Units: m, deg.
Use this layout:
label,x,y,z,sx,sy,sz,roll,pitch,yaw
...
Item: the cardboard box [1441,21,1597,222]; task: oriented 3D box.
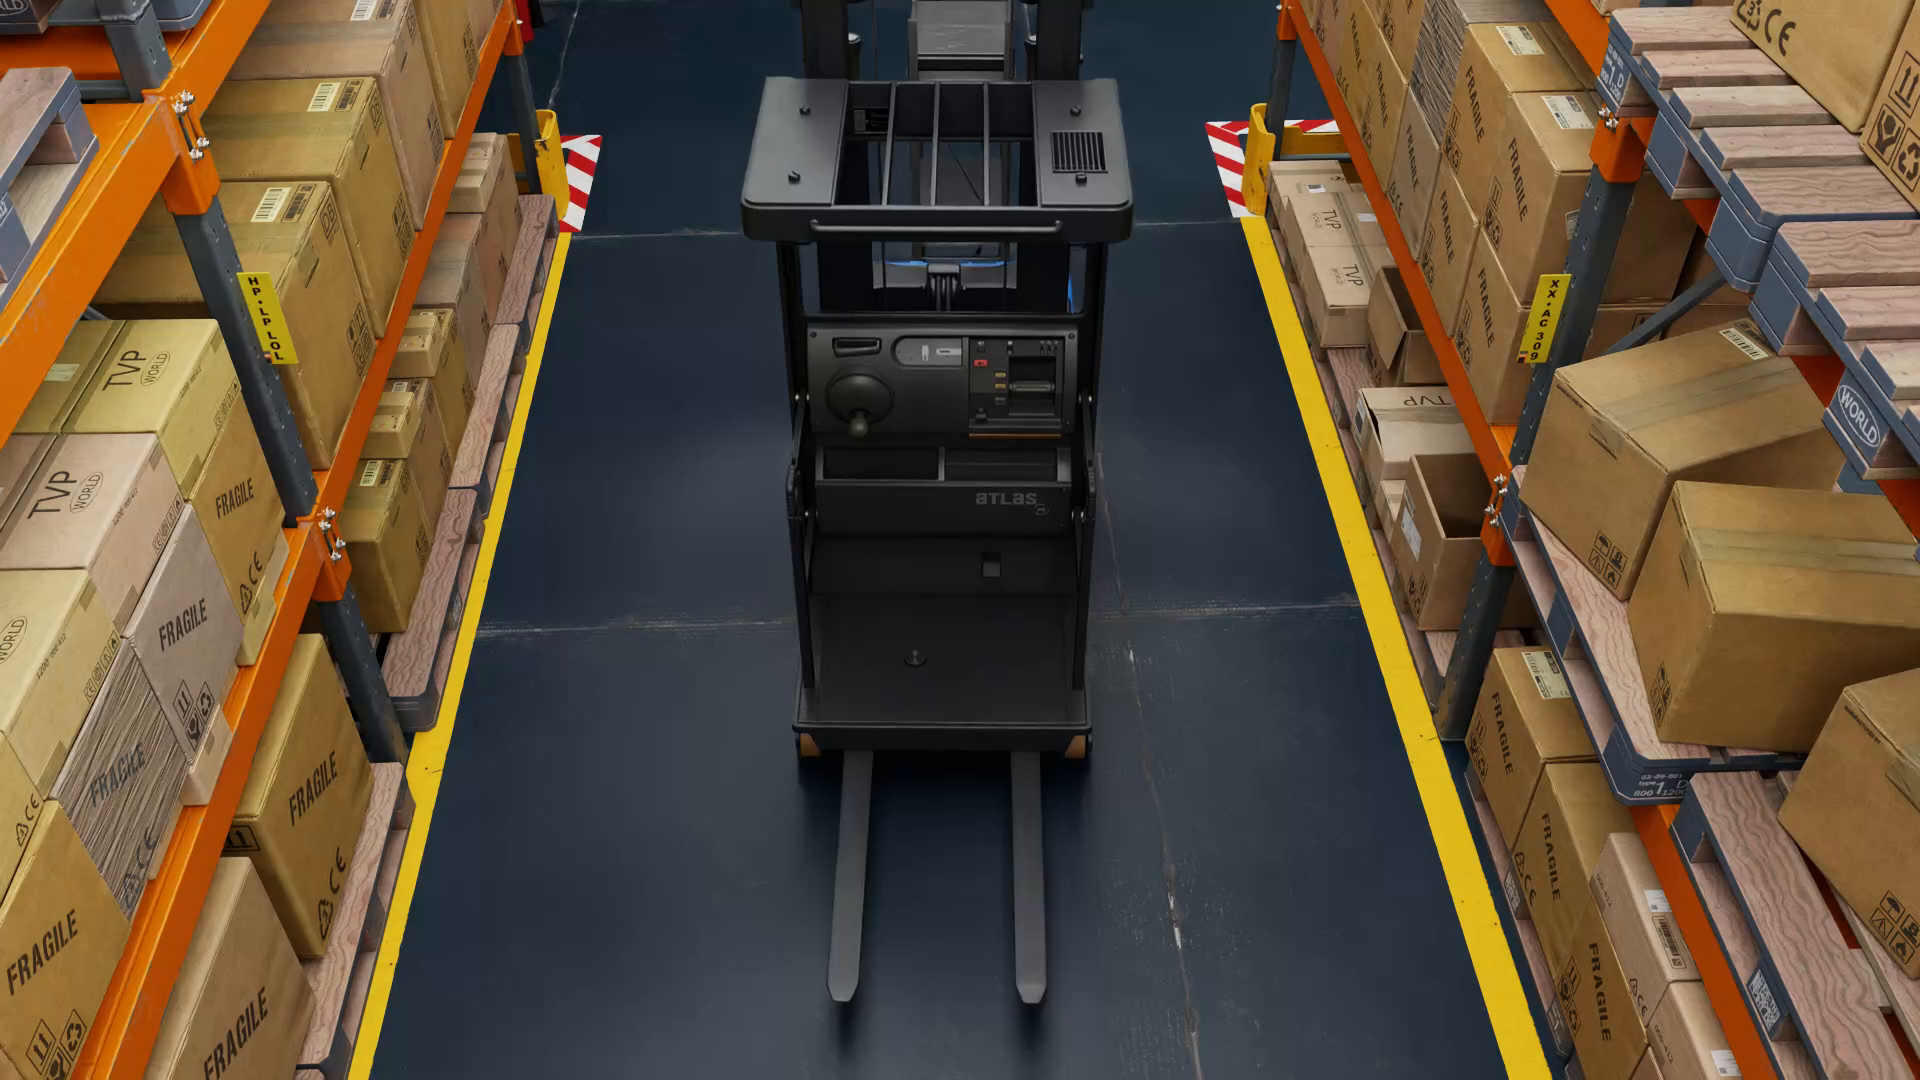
label,x,y,z,sx,sy,sz,roll,pitch,yaw
cardboard box,2.041,-1.467,5.817,0.500,0.500,0.500,-2,43,-3

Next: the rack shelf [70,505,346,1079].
label,x,y,z,sx,sy,sz,roll,pitch,yaw
rack shelf,-2.519,1.378,4.059,1.077,0.370,4.000,-2,43,-2

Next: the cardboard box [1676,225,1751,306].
label,x,y,z,sx,sy,sz,roll,pitch,yaw
cardboard box,2.607,-1.114,5.431,0.500,0.500,0.500,-1,43,-1

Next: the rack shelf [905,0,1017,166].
label,x,y,z,sx,sy,sz,roll,pitch,yaw
rack shelf,0.006,-1.861,6.710,0.431,0.518,0.480,0,43,0

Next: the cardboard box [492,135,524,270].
label,x,y,z,sx,sy,sz,roll,pitch,yaw
cardboard box,-2.644,-1.701,8.425,0.700,0.500,0.500,-2,43,-2

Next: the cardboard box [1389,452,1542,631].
label,x,y,z,sx,sy,sz,roll,pitch,yaw
cardboard box,2.038,0.001,6.554,0.500,0.500,0.500,-2,43,-2

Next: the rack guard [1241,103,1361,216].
label,x,y,z,sx,sy,sz,roll,pitch,yaw
rack guard,2.179,-2.110,9.182,1.175,0.500,0.348,-2,43,-2

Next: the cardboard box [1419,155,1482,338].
label,x,y,z,sx,sy,sz,roll,pitch,yaw
cardboard box,2.045,-1.097,6.153,0.500,0.500,0.500,-1,43,-1

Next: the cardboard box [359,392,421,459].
label,x,y,z,sx,sy,sz,roll,pitch,yaw
cardboard box,-2.365,-0.454,6.585,0.380,0.149,0.250,0,43,0

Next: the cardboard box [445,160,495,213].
label,x,y,z,sx,sy,sz,roll,pitch,yaw
cardboard box,-2.445,-1.687,7.929,0.380,0.149,0.250,-1,43,-1

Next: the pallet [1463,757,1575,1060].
label,x,y,z,sx,sy,sz,roll,pitch,yaw
pallet,2.418,1.194,5.791,1.003,0.211,1.213,-2,43,-2

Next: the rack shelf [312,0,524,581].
label,x,y,z,sx,sy,sz,roll,pitch,yaw
rack shelf,-2.688,-1.322,7.005,1.077,0.370,4.000,-2,43,-2

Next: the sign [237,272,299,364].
label,x,y,z,sx,sy,sz,roll,pitch,yaw
sign,-2.062,-0.657,4.949,0.100,0.325,0.005,-2,43,-2

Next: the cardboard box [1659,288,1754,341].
label,x,y,z,sx,sy,sz,roll,pitch,yaw
cardboard box,2.596,-0.771,5.797,0.500,0.500,0.500,-1,43,-1

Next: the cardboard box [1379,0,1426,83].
label,x,y,z,sx,sy,sz,roll,pitch,yaw
cardboard box,2.000,-2.147,6.559,0.500,0.500,0.500,-2,43,-2

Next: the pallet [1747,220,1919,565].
label,x,y,z,sx,sy,sz,roll,pitch,yaw
pallet,2.350,-0.276,3.251,1.213,0.211,1.003,-2,43,-2

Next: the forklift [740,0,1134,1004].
label,x,y,z,sx,sy,sz,roll,pitch,yaw
forklift,-0.060,-0.463,5.586,1.130,2.935,3.031,0,43,0

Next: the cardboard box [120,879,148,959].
label,x,y,z,sx,sy,sz,roll,pitch,yaw
cardboard box,-2.296,0.927,4.190,0.380,0.149,0.250,-3,43,-3

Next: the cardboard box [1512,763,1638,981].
label,x,y,z,sx,sy,sz,roll,pitch,yaw
cardboard box,2.156,1.071,5.386,0.500,0.500,0.500,-1,43,-1

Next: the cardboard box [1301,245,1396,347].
label,x,y,z,sx,sy,sz,roll,pitch,yaw
cardboard box,1.958,-1.181,8.028,0.500,0.250,0.500,-2,43,-2

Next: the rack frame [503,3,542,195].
label,x,y,z,sx,sy,sz,roll,pitch,yaw
rack frame,-2.773,-2.938,8.235,1.000,3.000,0.127,-2,43,-2

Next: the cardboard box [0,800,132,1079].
label,x,y,z,sx,sy,sz,roll,pitch,yaw
cardboard box,-2.261,0.934,3.703,0.500,0.500,0.500,-1,43,-1

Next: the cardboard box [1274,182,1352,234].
label,x,y,z,sx,sy,sz,roll,pitch,yaw
cardboard box,1.861,-1.739,8.698,0.380,0.166,0.250,-2,43,-2

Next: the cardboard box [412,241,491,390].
label,x,y,z,sx,sy,sz,roll,pitch,yaw
cardboard box,-2.600,-1.024,7.686,0.700,0.500,0.500,-3,43,-3

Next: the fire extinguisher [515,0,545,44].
label,x,y,z,sx,sy,sz,roll,pitch,yaw
fire extinguisher,-2.319,-2.887,8.513,0.296,0.674,0.183,-2,43,-2

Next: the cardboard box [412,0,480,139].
label,x,y,z,sx,sy,sz,roll,pitch,yaw
cardboard box,-2.700,-2.213,7.223,0.980,0.700,0.700,-2,43,-2

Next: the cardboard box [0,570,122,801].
label,x,y,z,sx,sy,sz,roll,pitch,yaw
cardboard box,-2.294,0.330,3.806,0.500,0.250,0.500,-1,43,-1

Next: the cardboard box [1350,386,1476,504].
label,x,y,z,sx,sy,sz,roll,pitch,yaw
cardboard box,2.006,-0.436,7.170,0.500,0.311,0.500,-2,43,-2

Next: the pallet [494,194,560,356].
label,x,y,z,sx,sy,sz,roll,pitch,yaw
pallet,-2.661,-1.372,8.591,1.003,0.211,1.213,-2,43,-2

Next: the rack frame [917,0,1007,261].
label,x,y,z,sx,sy,sz,roll,pitch,yaw
rack frame,0.008,-1.520,7.354,0.400,2.100,0.015,0,43,0

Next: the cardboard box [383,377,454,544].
label,x,y,z,sx,sy,sz,roll,pitch,yaw
cardboard box,-2.551,-0.318,6.916,0.700,0.500,0.500,-2,43,-2

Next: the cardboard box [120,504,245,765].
label,x,y,z,sx,sy,sz,roll,pitch,yaw
cardboard box,-2.301,0.257,4.440,0.500,0.500,0.500,-1,43,-1

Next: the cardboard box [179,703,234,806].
label,x,y,z,sx,sy,sz,roll,pitch,yaw
cardboard box,-2.236,0.591,4.557,0.380,0.149,0.250,-2,43,-2

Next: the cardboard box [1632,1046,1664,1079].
label,x,y,z,sx,sy,sz,roll,pitch,yaw
cardboard box,2.191,1.749,4.646,0.500,0.500,0.500,-3,43,-3

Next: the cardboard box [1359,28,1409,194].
label,x,y,z,sx,sy,sz,roll,pitch,yaw
cardboard box,1.996,-1.788,6.906,0.500,0.500,0.500,-1,43,-1

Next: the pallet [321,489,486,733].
label,x,y,z,sx,sy,sz,roll,pitch,yaw
pallet,-2.558,0.275,6.794,1.003,0.211,1.213,-2,43,-2

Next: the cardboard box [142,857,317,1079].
label,x,y,z,sx,sy,sz,roll,pitch,yaw
cardboard box,-2.405,1.435,4.744,0.750,0.750,0.750,0,43,0

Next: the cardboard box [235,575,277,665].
label,x,y,z,sx,sy,sz,roll,pitch,yaw
cardboard box,-2.272,0.238,4.942,0.380,0.149,0.250,-1,43,-1

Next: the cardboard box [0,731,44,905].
label,x,y,z,sx,sy,sz,roll,pitch,yaw
cardboard box,-2.272,0.674,3.431,0.500,0.250,0.500,-2,43,-3

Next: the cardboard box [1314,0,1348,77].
label,x,y,z,sx,sy,sz,roll,pitch,yaw
cardboard box,1.958,-2.464,7.644,0.500,0.500,0.500,-2,43,-2

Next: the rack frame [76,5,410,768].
label,x,y,z,sx,sy,sz,roll,pitch,yaw
rack frame,-2.604,-0.237,5.289,1.000,3.000,0.127,-2,43,-2

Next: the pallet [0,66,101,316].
label,x,y,z,sx,sy,sz,roll,pitch,yaw
pallet,-2.515,-0.655,3.666,0.805,0.209,1.217,-3,43,-4

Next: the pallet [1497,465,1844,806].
label,x,y,z,sx,sy,sz,roll,pitch,yaw
pallet,2.270,0.231,4.920,1.003,0.211,1.213,-2,43,-2

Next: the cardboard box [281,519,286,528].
label,x,y,z,sx,sy,sz,roll,pitch,yaw
cardboard box,-2.725,-0.114,6.214,0.380,0.149,0.250,-2,43,-2

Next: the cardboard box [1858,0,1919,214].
label,x,y,z,sx,sy,sz,roll,pitch,yaw
cardboard box,2.344,-0.924,3.359,0.600,0.600,0.600,-2,43,-2

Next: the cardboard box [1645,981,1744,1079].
label,x,y,z,sx,sy,sz,roll,pitch,yaw
cardboard box,2.187,1.448,4.420,0.500,0.250,0.500,-2,43,-3

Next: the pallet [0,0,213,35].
label,x,y,z,sx,sy,sz,roll,pitch,yaw
pallet,-2.628,-1.863,4.908,1.003,0.211,1.213,-2,43,-2

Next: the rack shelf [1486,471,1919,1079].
label,x,y,z,sx,sy,sz,roll,pitch,yaw
rack shelf,2.430,1.233,4.217,1.077,0.370,4.000,-2,43,-2

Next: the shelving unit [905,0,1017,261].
label,x,y,z,sx,sy,sz,roll,pitch,yaw
shelving unit,0.006,-1.355,7.174,0.431,2.100,0.503,0,43,0

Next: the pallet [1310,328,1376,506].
label,x,y,z,sx,sy,sz,roll,pitch,yaw
pallet,2.262,-0.643,7.796,1.003,0.211,1.213,-2,43,-2

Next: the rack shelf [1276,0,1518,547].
label,x,y,z,sx,sy,sz,roll,pitch,yaw
rack shelf,2.261,-1.467,7.163,1.077,0.370,4.000,-2,43,-2

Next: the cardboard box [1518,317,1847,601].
label,x,y,z,sx,sy,sz,roll,pitch,yaw
cardboard box,2.142,-0.247,4.915,0.700,0.500,0.500,-15,45,-16

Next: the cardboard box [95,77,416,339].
label,x,y,z,sx,sy,sz,roll,pitch,yaw
cardboard box,-2.636,-1.208,6.126,0.980,0.700,0.700,-3,43,-3

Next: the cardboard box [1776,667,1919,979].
label,x,y,z,sx,sy,sz,roll,pitch,yaw
cardboard box,2.482,0.617,3.972,0.700,0.500,0.500,-12,44,-13
